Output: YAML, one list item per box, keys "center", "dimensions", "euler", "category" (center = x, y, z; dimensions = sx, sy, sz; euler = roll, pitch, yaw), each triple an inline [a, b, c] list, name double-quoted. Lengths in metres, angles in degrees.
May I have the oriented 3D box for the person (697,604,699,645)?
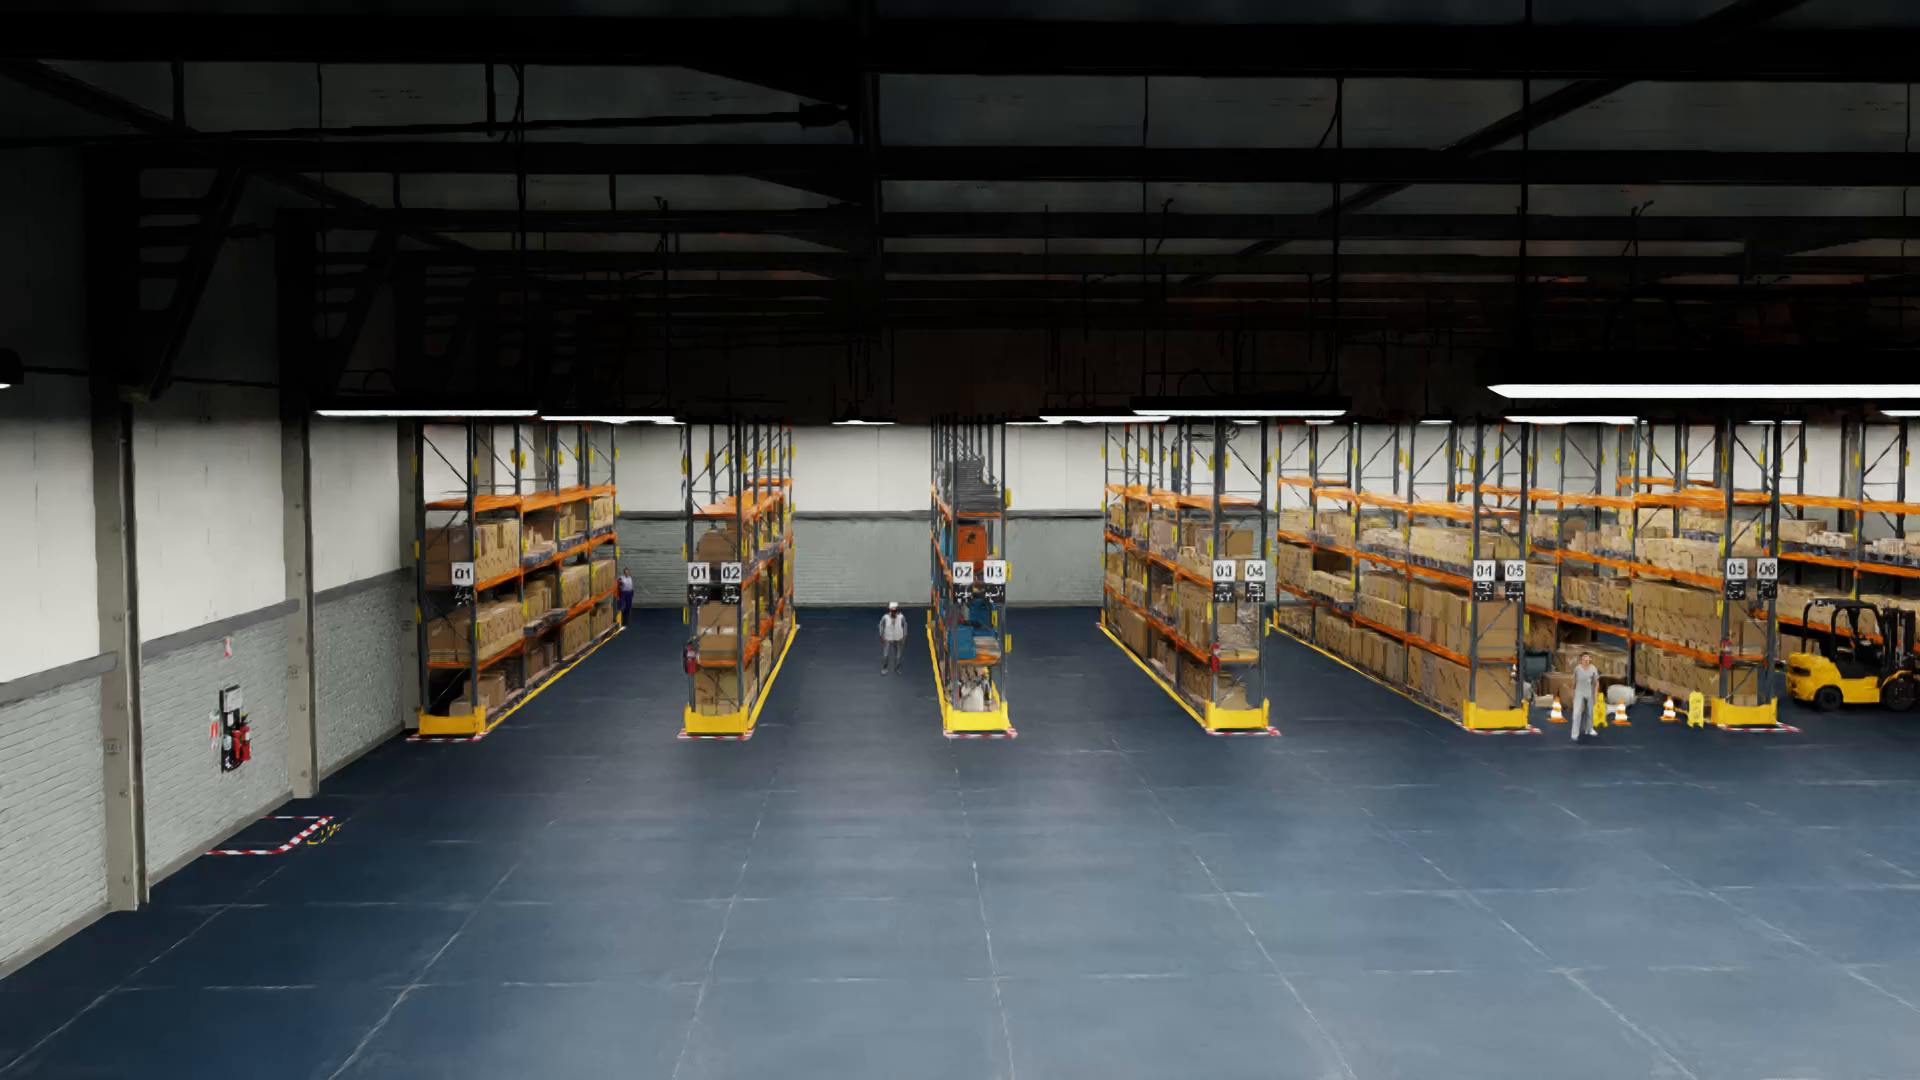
- center: [-6.685, 1.933, 43.765]
  dimensions: [0.445, 1.590, 1.091]
  euler: [0, 4, -5]
  category: "person"

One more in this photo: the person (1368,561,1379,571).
- center: [12.536, 1.473, 50.295]
  dimensions: [0.481, 1.627, 0.570]
  euler: [-3, 5, -35]
  category: "person"

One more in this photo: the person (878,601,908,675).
- center: [-1.542, 2.259, 38.350]
  dimensions: [0.677, 1.726, 0.574]
  euler: [0, 4, -4]
  category: "person"

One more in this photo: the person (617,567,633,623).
- center: [-9.827, 1.610, 48.403]
  dimensions: [0.648, 1.640, 0.503]
  euler: [-4, 5, -43]
  category: "person"

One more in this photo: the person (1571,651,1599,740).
- center: [11.459, 2.837, 30.494]
  dimensions: [0.482, 1.621, 0.949]
  euler: [1, 4, 21]
  category: "person"
